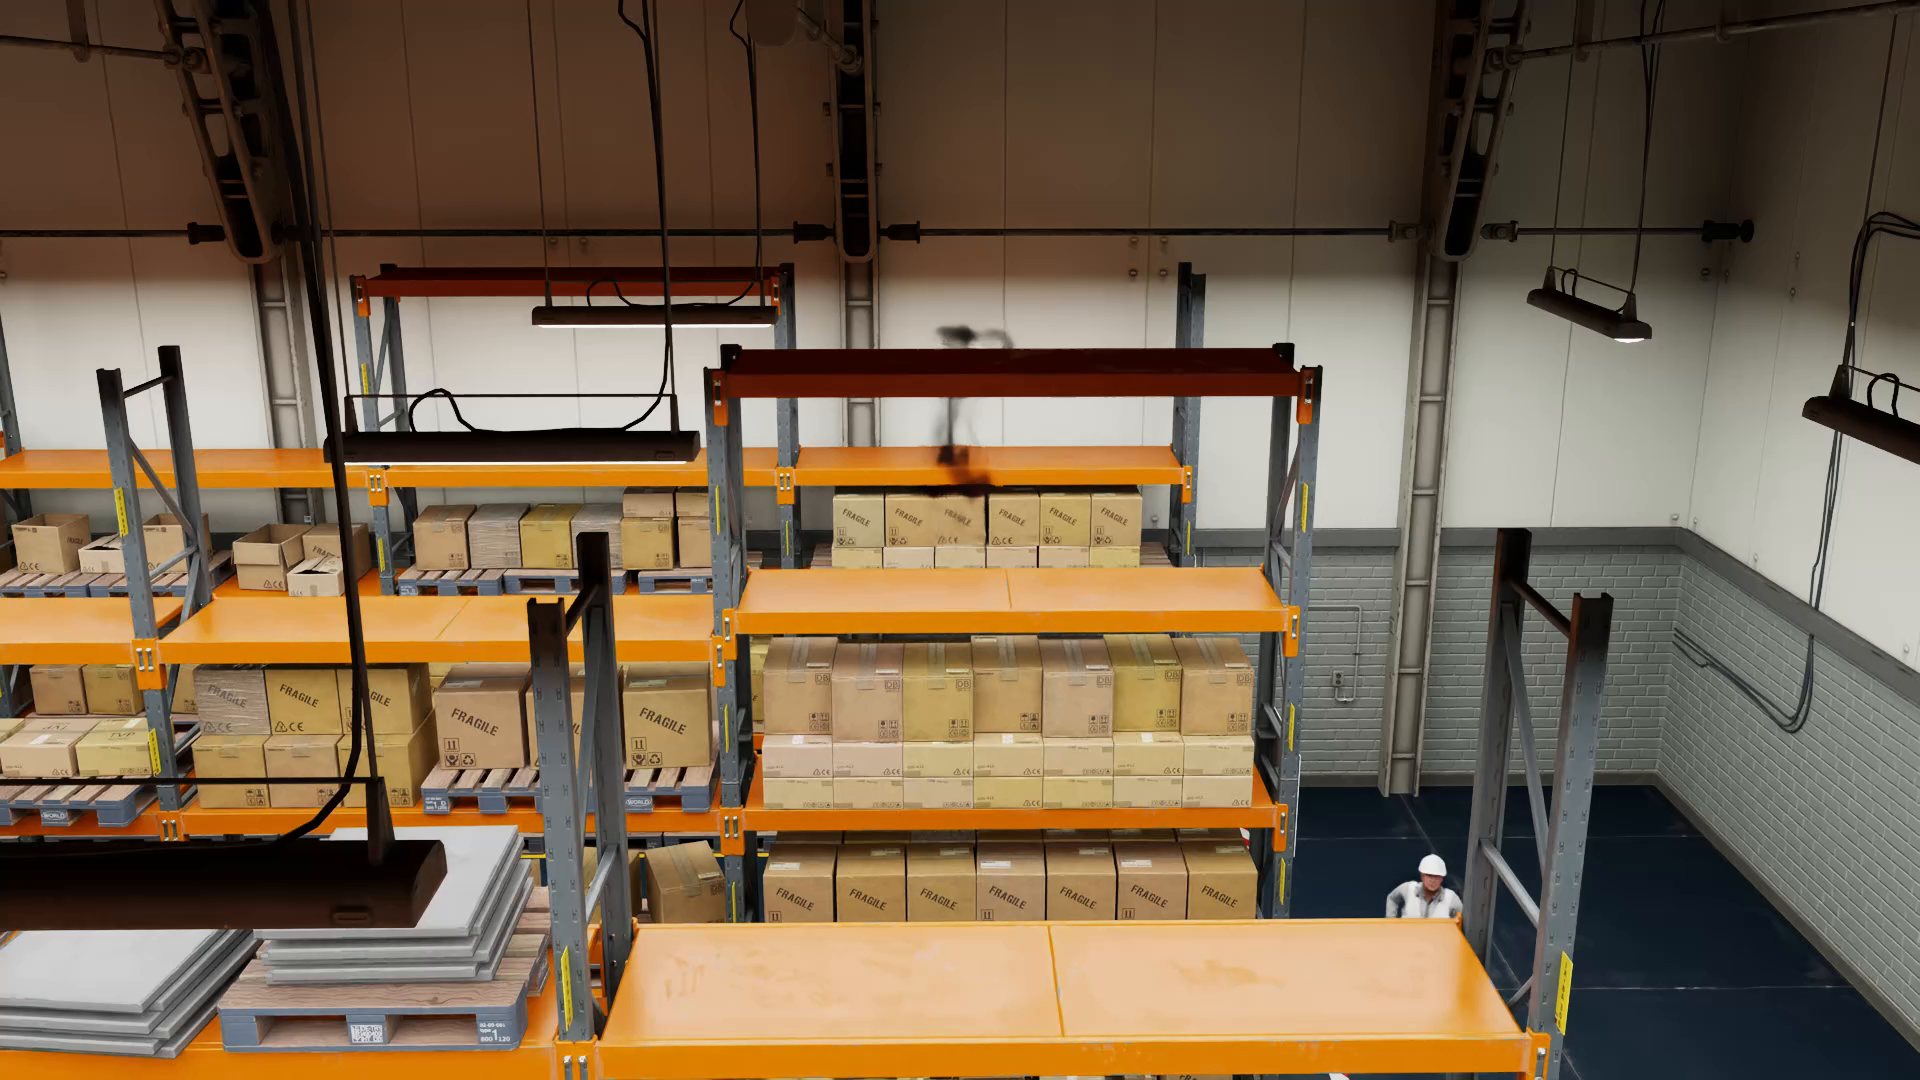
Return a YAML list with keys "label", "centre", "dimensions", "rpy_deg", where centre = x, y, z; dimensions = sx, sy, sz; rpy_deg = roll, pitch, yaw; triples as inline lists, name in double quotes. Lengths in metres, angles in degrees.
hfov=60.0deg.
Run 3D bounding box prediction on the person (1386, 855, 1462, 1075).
- label: "person"
  centre: [3.797, 3.385, 13.749]
  dimensions: [0.591, 1.779, 0.967]
  rpy_deg: [5, 17, 17]
